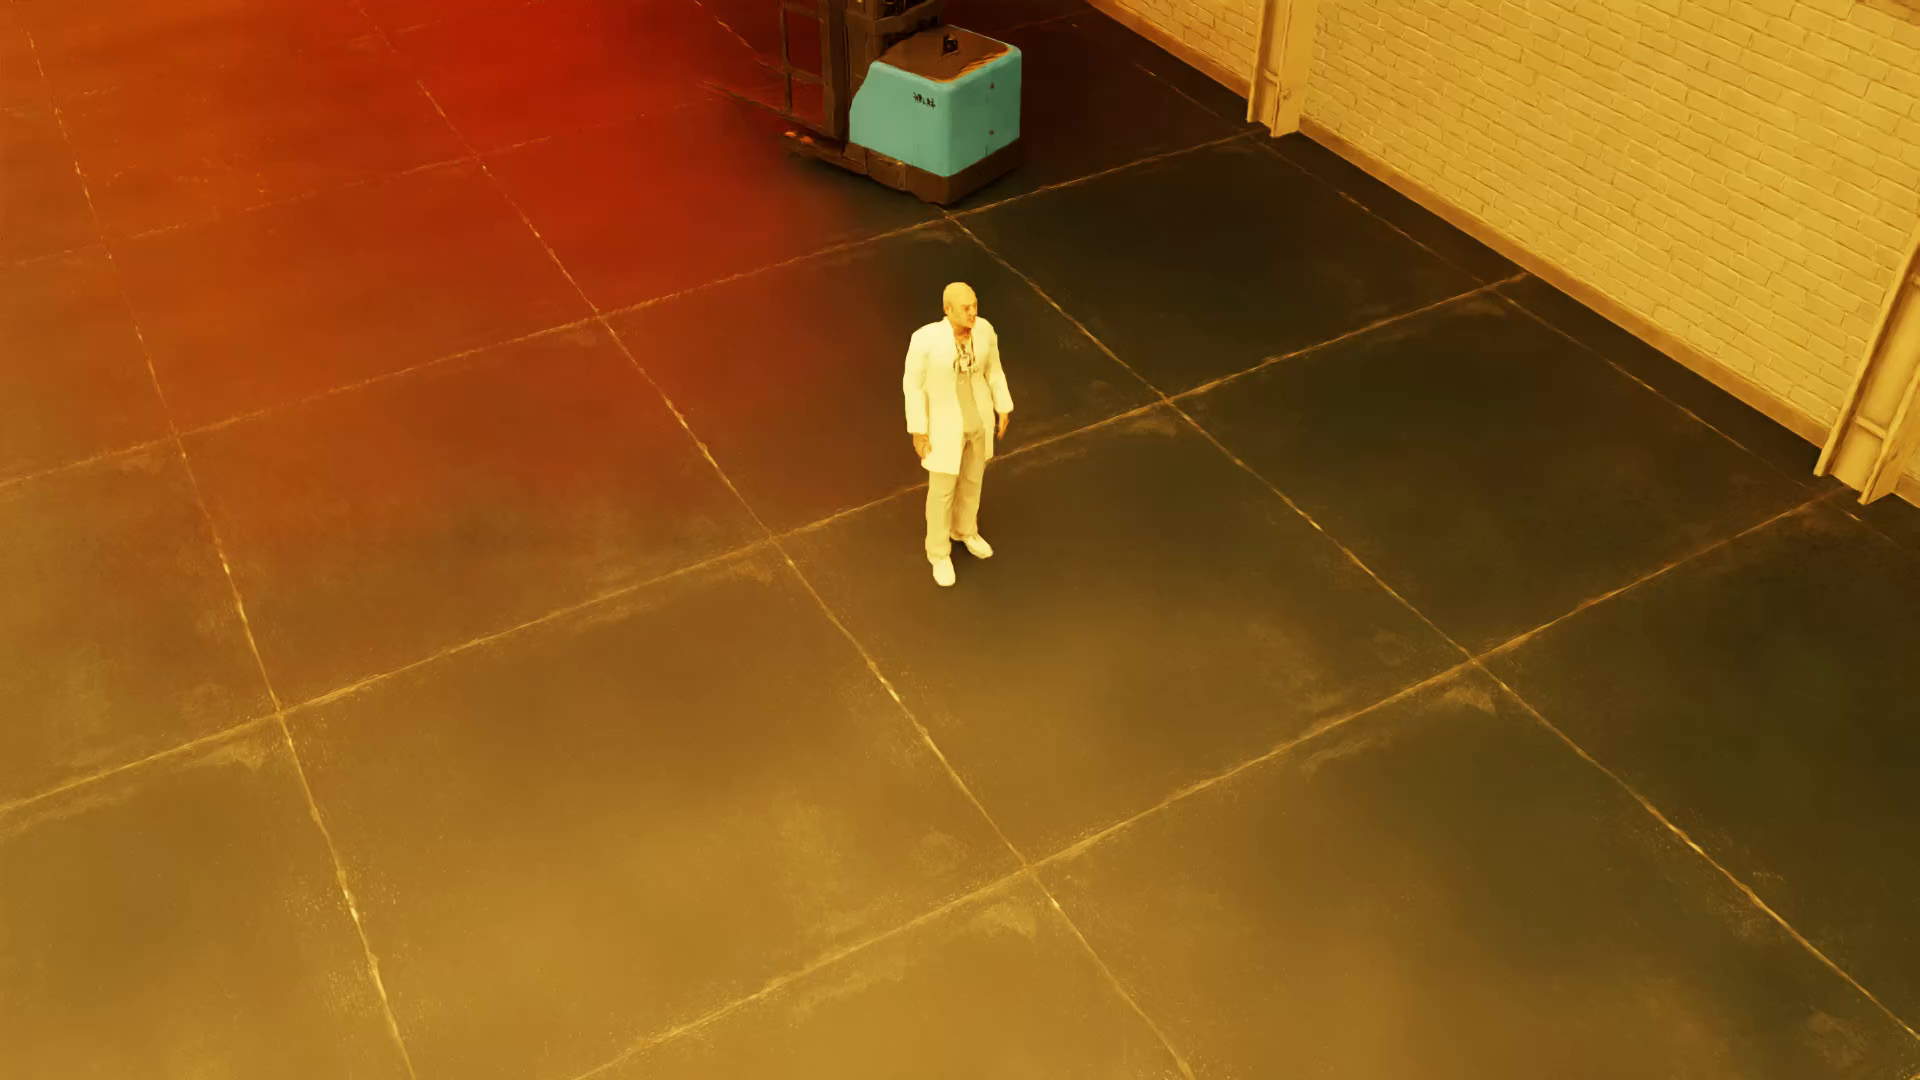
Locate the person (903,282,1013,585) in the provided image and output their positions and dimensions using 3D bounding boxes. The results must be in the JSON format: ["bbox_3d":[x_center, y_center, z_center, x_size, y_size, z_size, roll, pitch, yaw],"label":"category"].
[{"bbox_3d":[0.042,-0.638,9.697,0.694,1.776,0.579,-20,44,-23],"label":"person"}]

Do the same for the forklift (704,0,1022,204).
[{"bbox_3d":[-0.936,-4.653,13.646,3.031,2.935,1.130,28,47,30],"label":"forklift"}]
